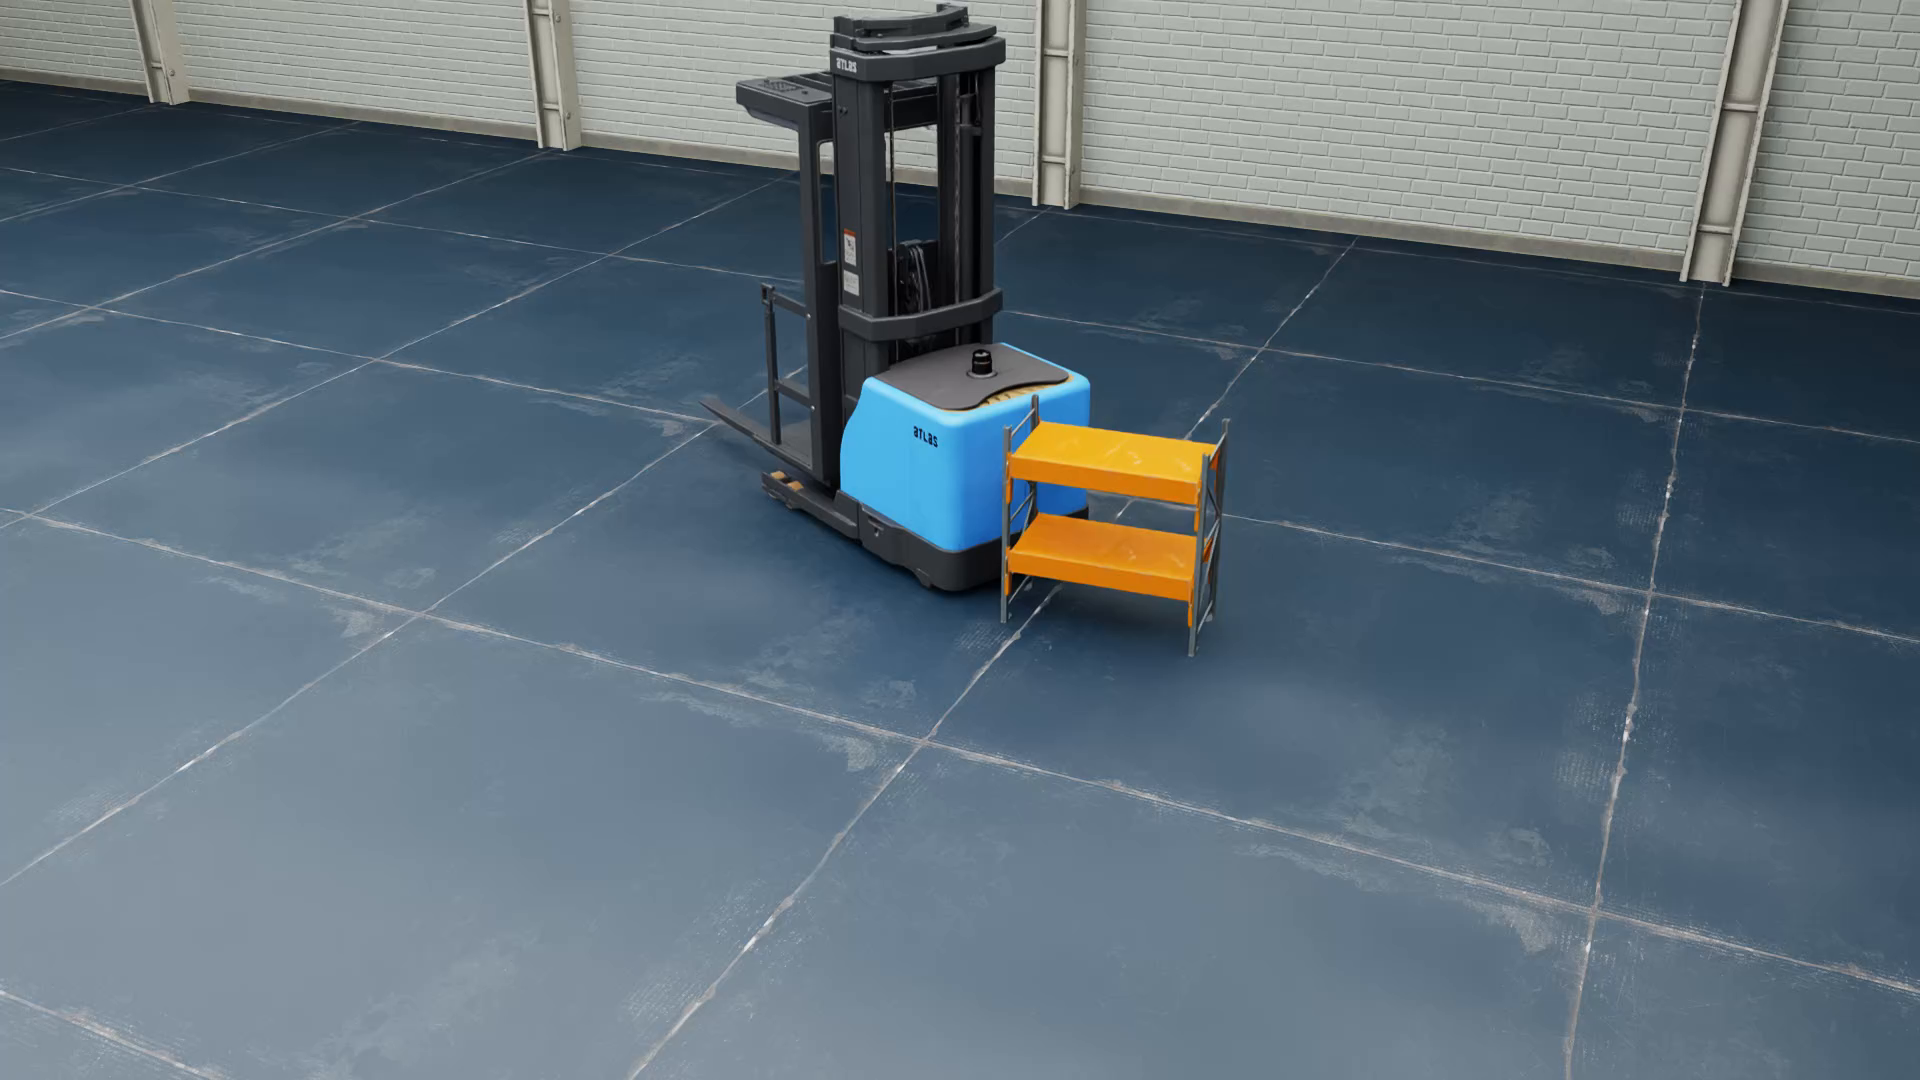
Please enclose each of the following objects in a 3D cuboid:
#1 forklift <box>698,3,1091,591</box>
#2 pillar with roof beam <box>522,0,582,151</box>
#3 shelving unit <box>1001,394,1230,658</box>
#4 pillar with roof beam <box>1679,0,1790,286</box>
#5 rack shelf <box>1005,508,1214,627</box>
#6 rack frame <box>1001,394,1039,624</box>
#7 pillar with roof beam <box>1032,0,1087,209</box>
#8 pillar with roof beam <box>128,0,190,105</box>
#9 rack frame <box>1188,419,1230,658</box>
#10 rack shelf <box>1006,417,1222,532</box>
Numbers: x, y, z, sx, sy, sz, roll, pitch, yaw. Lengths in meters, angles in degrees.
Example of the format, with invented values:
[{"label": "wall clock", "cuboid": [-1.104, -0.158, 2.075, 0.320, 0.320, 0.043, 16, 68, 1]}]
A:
[{"label": "forklift", "cuboid": [-0.566, -1.623, 9.727, 1.130, 2.935, 3.031, -19, 32, -33]}, {"label": "pillar with roof beam", "cuboid": [-6.288, -6.751, 13.275, 0.400, 9.000, 9.100, 11, 28, 22]}, {"label": "shelving unit", "cuboid": [0.794, -0.085, 8.649, 1.048, 1.125, 0.538, 9, 28, 18]}, {"label": "pillar with roof beam", "cuboid": [4.636, -4.557, 8.818, 0.400, 9.000, 9.100, 11, 28, 22]}, {"label": "rack shelf", "cuboid": [0.794, 0.135, 8.757, 1.000, 0.278, 0.538, 9, 28, 18]}, {"label": "rack frame", "cuboid": [0.317, -0.162, 8.806, 0.032, 1.125, 0.500, 9, 28, 18]}, {"label": "pillar with roof beam", "cuboid": [-0.826, -5.654, 11.047, 0.400, 9.000, 9.100, 11, 28, 22]}, {"label": "pillar with roof beam", "cuboid": [-11.749, -7.848, 15.503, 0.400, 9.000, 9.100, 11, 28, 22]}, {"label": "rack frame", "cuboid": [1.272, -0.007, 8.491, 0.032, 1.125, 0.500, 9, 28, 18]}, {"label": "rack shelf", "cuboid": [0.794, -0.347, 8.519, 1.000, 0.278, 0.538, 9, 28, 18]}]
